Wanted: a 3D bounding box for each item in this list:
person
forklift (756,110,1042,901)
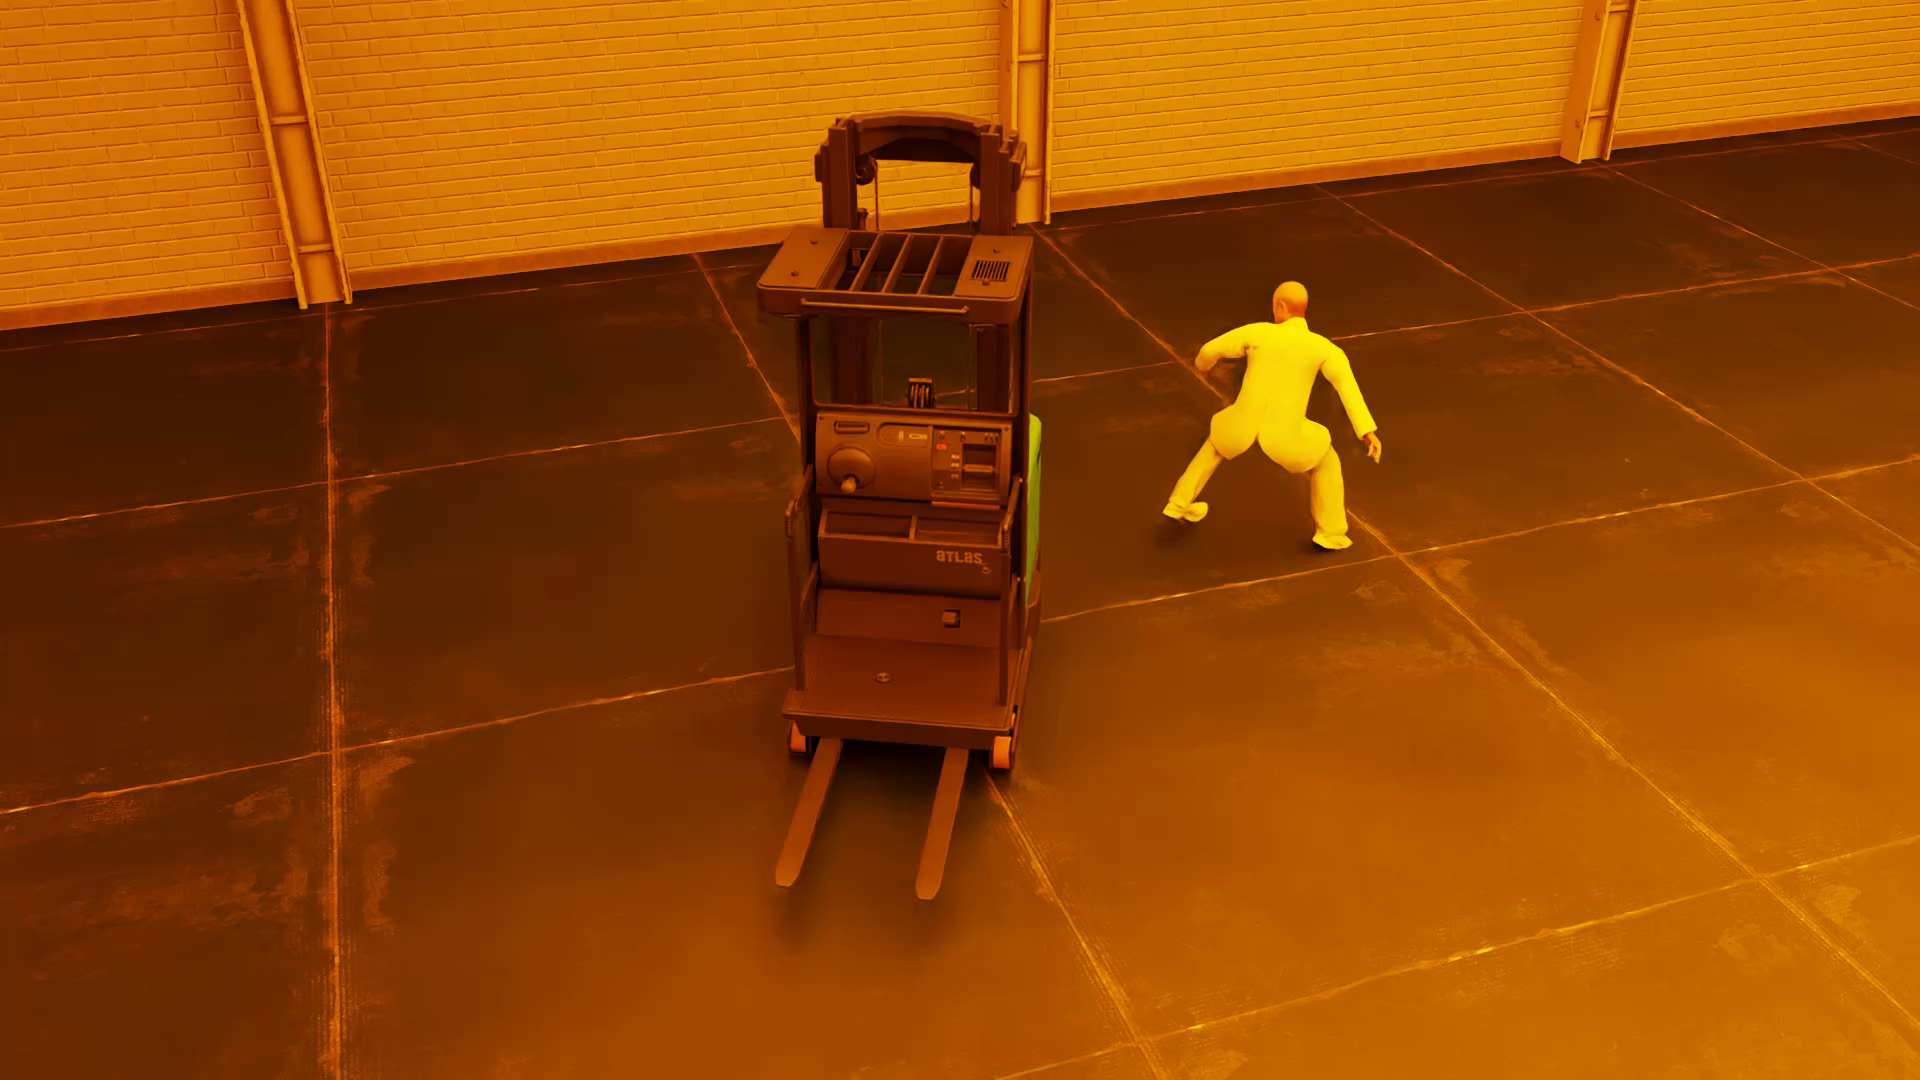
[{"bbox_3d":[1.876,-0.654,9.638,1.218,1.701,0.569,14,33,23],"label":"person"},{"bbox_3d":[-0.248,-0.341,7.680,1.130,2.935,3.031,4,30,7],"label":"forklift"}]
